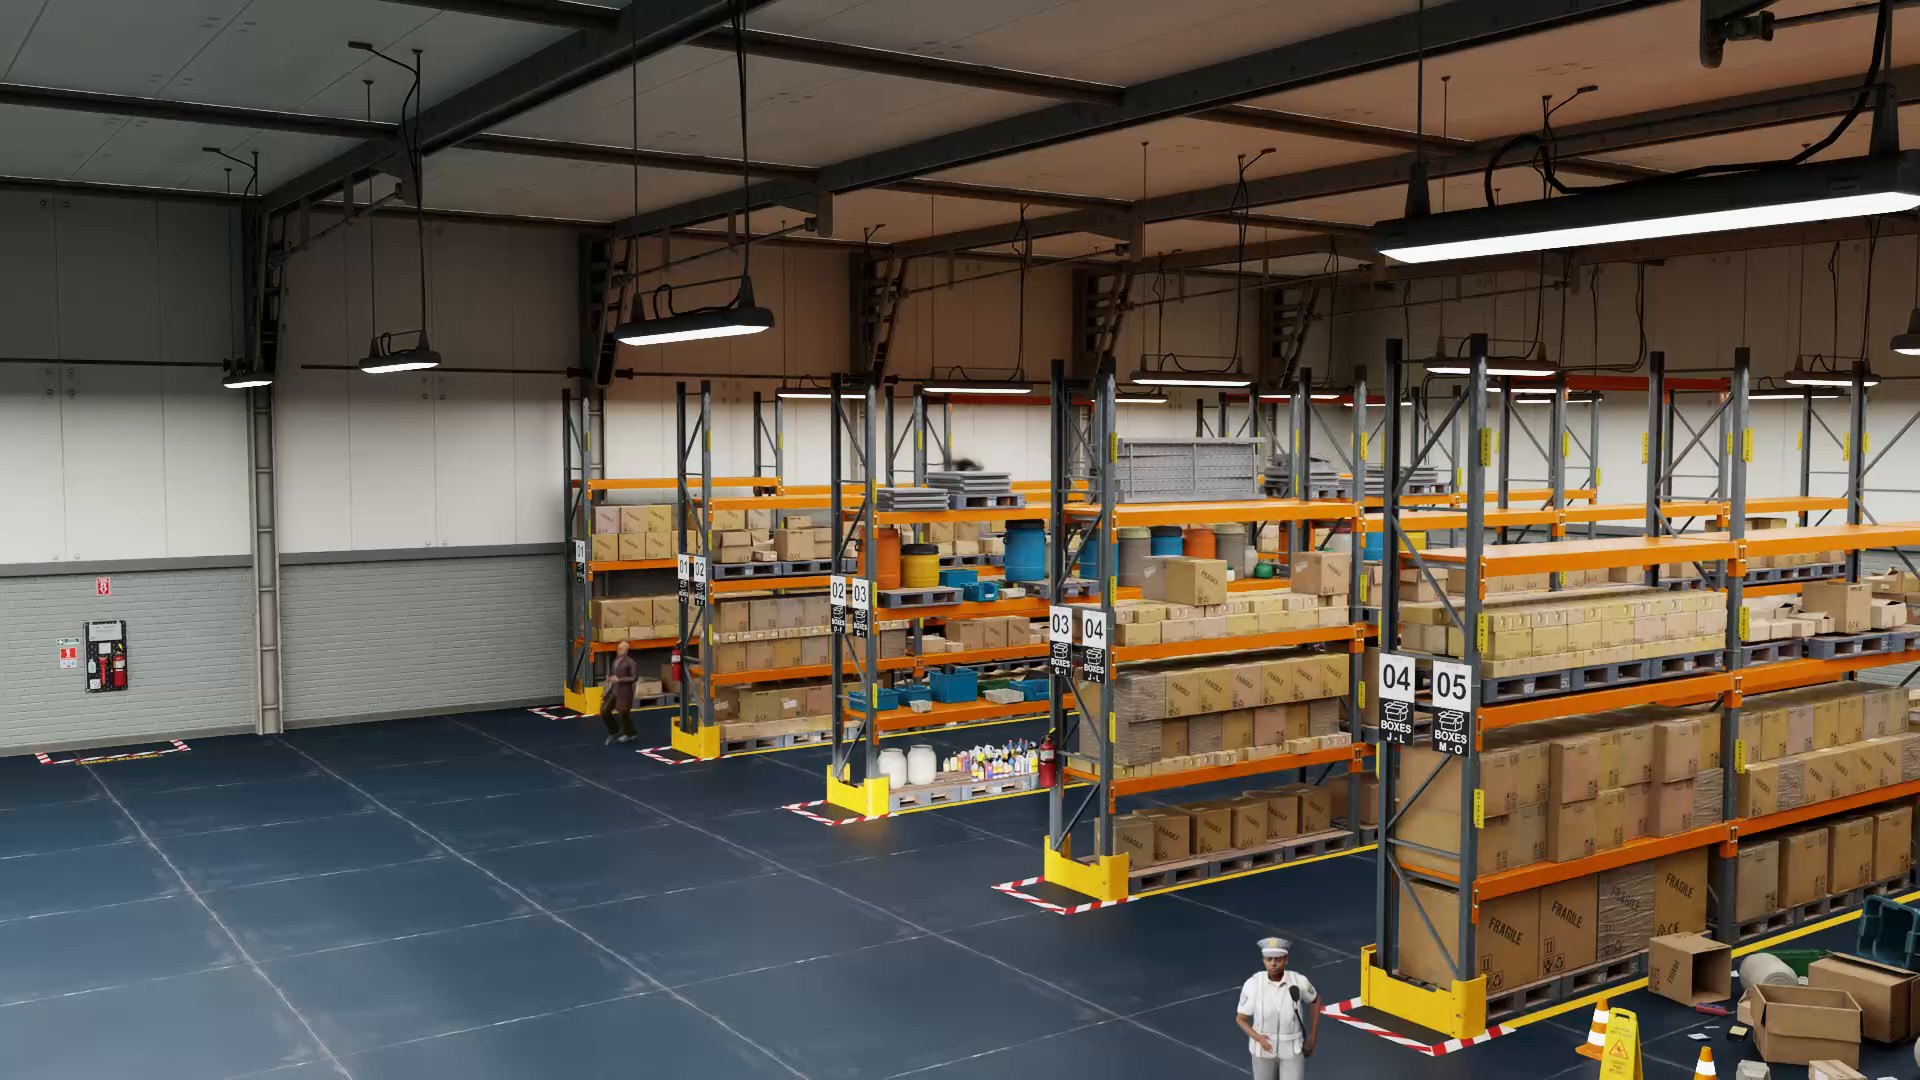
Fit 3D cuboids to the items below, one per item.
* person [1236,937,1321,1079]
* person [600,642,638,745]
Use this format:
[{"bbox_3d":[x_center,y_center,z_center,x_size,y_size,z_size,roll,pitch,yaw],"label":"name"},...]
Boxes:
[{"bbox_3d":[2.208,3.594,11.545,0.579,1.724,0.695,1,4,12],"label":"person"},{"bbox_3d":[-5.543,2.555,27.566,0.714,1.775,0.702,3,5,39],"label":"person"}]
